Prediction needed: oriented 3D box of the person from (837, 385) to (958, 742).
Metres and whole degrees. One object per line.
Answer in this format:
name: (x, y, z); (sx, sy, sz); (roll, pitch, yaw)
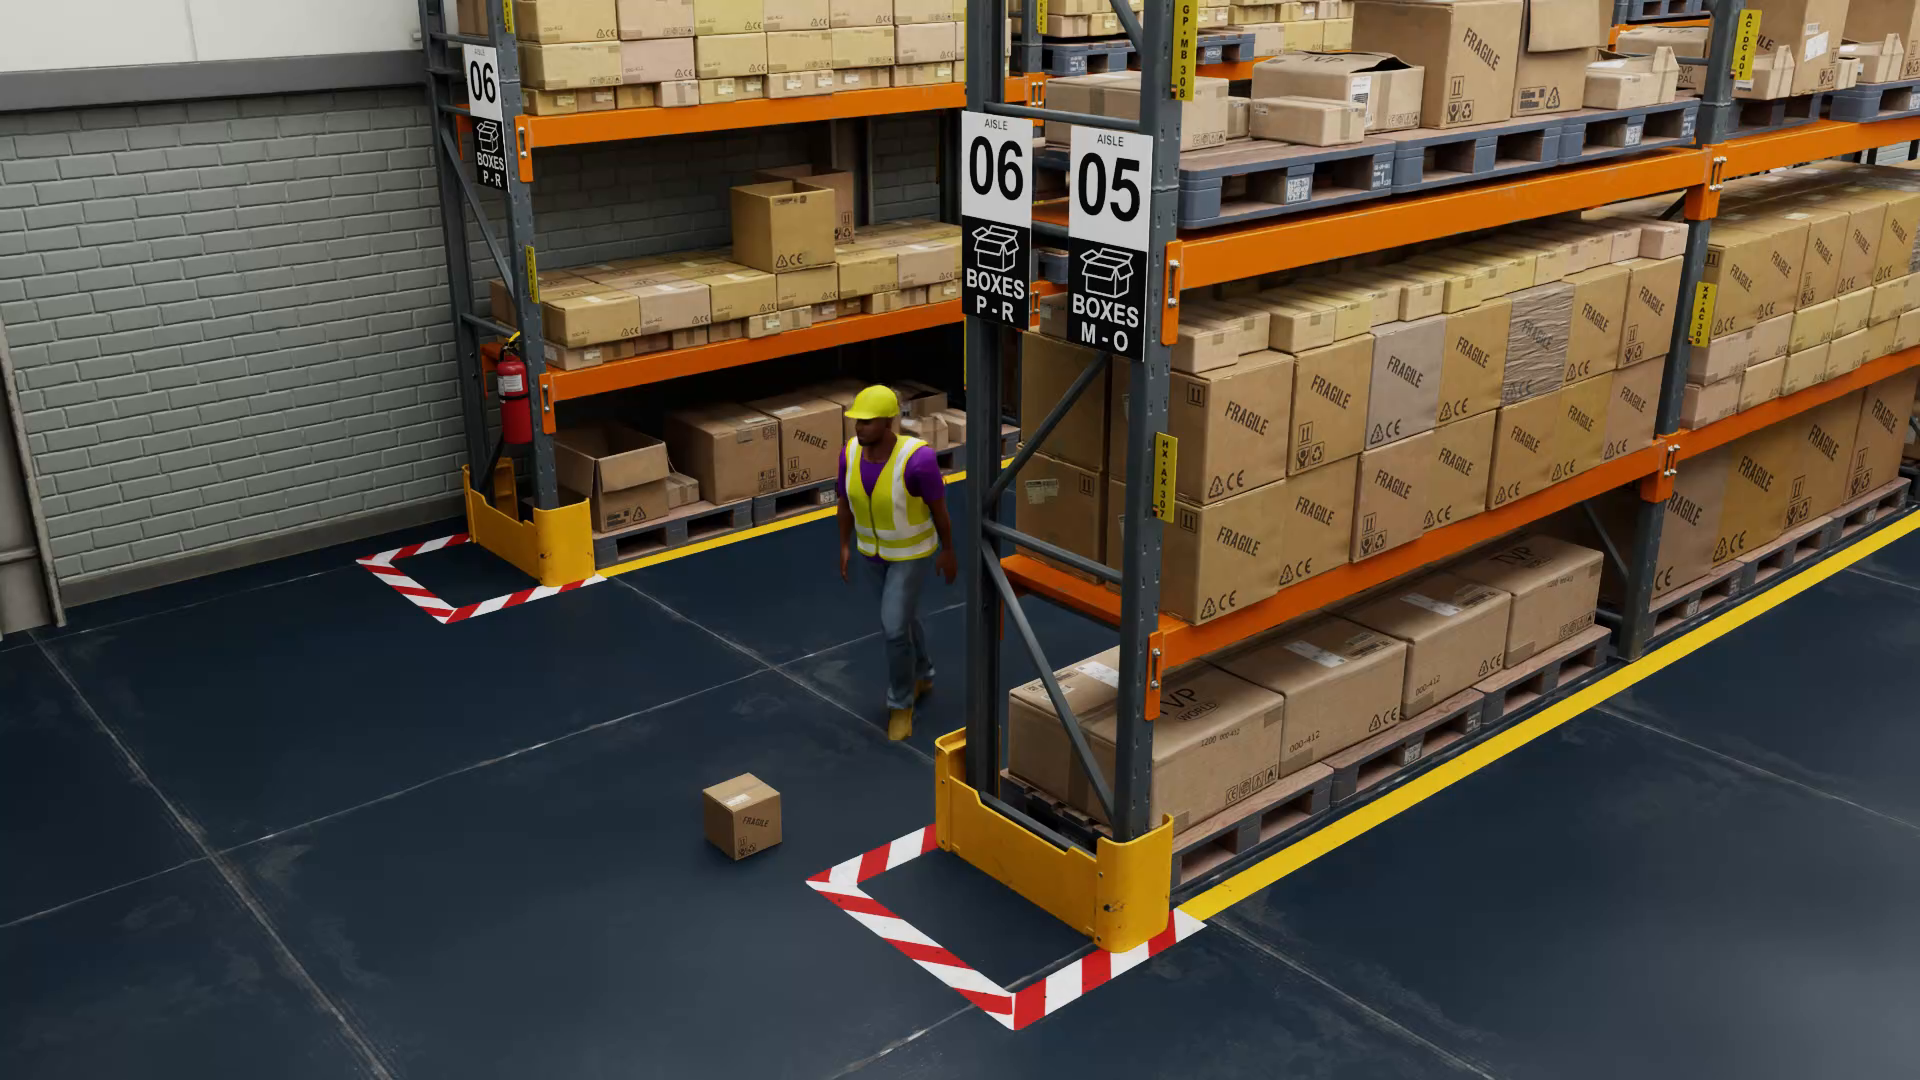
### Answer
person: (-0.326, 0.077, 8.390); (0.607, 1.804, 0.590); (15, 25, 34)
